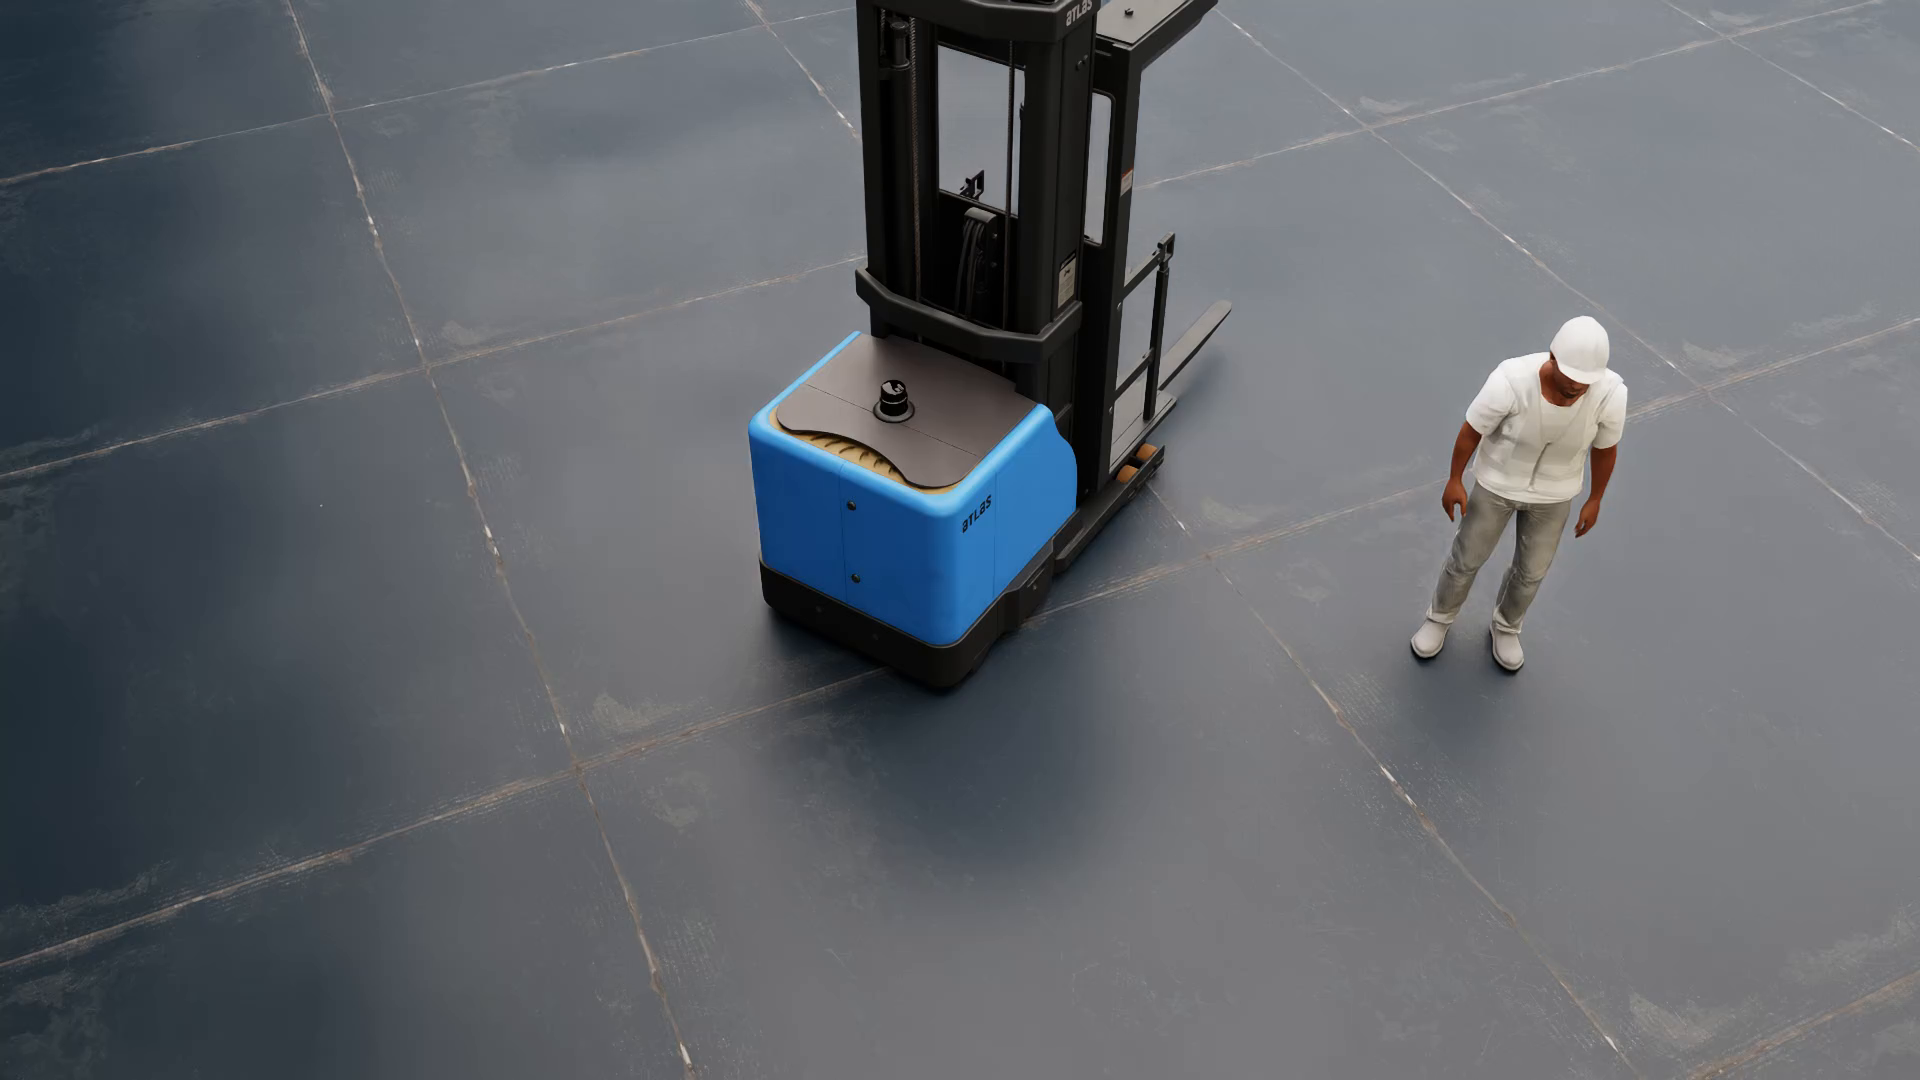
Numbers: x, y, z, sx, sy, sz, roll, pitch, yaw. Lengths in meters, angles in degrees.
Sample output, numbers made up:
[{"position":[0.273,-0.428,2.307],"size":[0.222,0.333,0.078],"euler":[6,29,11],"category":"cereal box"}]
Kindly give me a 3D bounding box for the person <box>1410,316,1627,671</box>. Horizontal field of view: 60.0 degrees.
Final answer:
[{"position":[2.294,-0.197,6.753],"size":[0.629,1.759,0.460],"euler":[8,44,8],"category":"person"}]

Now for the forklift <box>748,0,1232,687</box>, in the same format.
[{"position":[0.342,-1.428,7.211],"size":[1.130,2.935,3.031],"euler":[24,48,24],"category":"forklift"}]
